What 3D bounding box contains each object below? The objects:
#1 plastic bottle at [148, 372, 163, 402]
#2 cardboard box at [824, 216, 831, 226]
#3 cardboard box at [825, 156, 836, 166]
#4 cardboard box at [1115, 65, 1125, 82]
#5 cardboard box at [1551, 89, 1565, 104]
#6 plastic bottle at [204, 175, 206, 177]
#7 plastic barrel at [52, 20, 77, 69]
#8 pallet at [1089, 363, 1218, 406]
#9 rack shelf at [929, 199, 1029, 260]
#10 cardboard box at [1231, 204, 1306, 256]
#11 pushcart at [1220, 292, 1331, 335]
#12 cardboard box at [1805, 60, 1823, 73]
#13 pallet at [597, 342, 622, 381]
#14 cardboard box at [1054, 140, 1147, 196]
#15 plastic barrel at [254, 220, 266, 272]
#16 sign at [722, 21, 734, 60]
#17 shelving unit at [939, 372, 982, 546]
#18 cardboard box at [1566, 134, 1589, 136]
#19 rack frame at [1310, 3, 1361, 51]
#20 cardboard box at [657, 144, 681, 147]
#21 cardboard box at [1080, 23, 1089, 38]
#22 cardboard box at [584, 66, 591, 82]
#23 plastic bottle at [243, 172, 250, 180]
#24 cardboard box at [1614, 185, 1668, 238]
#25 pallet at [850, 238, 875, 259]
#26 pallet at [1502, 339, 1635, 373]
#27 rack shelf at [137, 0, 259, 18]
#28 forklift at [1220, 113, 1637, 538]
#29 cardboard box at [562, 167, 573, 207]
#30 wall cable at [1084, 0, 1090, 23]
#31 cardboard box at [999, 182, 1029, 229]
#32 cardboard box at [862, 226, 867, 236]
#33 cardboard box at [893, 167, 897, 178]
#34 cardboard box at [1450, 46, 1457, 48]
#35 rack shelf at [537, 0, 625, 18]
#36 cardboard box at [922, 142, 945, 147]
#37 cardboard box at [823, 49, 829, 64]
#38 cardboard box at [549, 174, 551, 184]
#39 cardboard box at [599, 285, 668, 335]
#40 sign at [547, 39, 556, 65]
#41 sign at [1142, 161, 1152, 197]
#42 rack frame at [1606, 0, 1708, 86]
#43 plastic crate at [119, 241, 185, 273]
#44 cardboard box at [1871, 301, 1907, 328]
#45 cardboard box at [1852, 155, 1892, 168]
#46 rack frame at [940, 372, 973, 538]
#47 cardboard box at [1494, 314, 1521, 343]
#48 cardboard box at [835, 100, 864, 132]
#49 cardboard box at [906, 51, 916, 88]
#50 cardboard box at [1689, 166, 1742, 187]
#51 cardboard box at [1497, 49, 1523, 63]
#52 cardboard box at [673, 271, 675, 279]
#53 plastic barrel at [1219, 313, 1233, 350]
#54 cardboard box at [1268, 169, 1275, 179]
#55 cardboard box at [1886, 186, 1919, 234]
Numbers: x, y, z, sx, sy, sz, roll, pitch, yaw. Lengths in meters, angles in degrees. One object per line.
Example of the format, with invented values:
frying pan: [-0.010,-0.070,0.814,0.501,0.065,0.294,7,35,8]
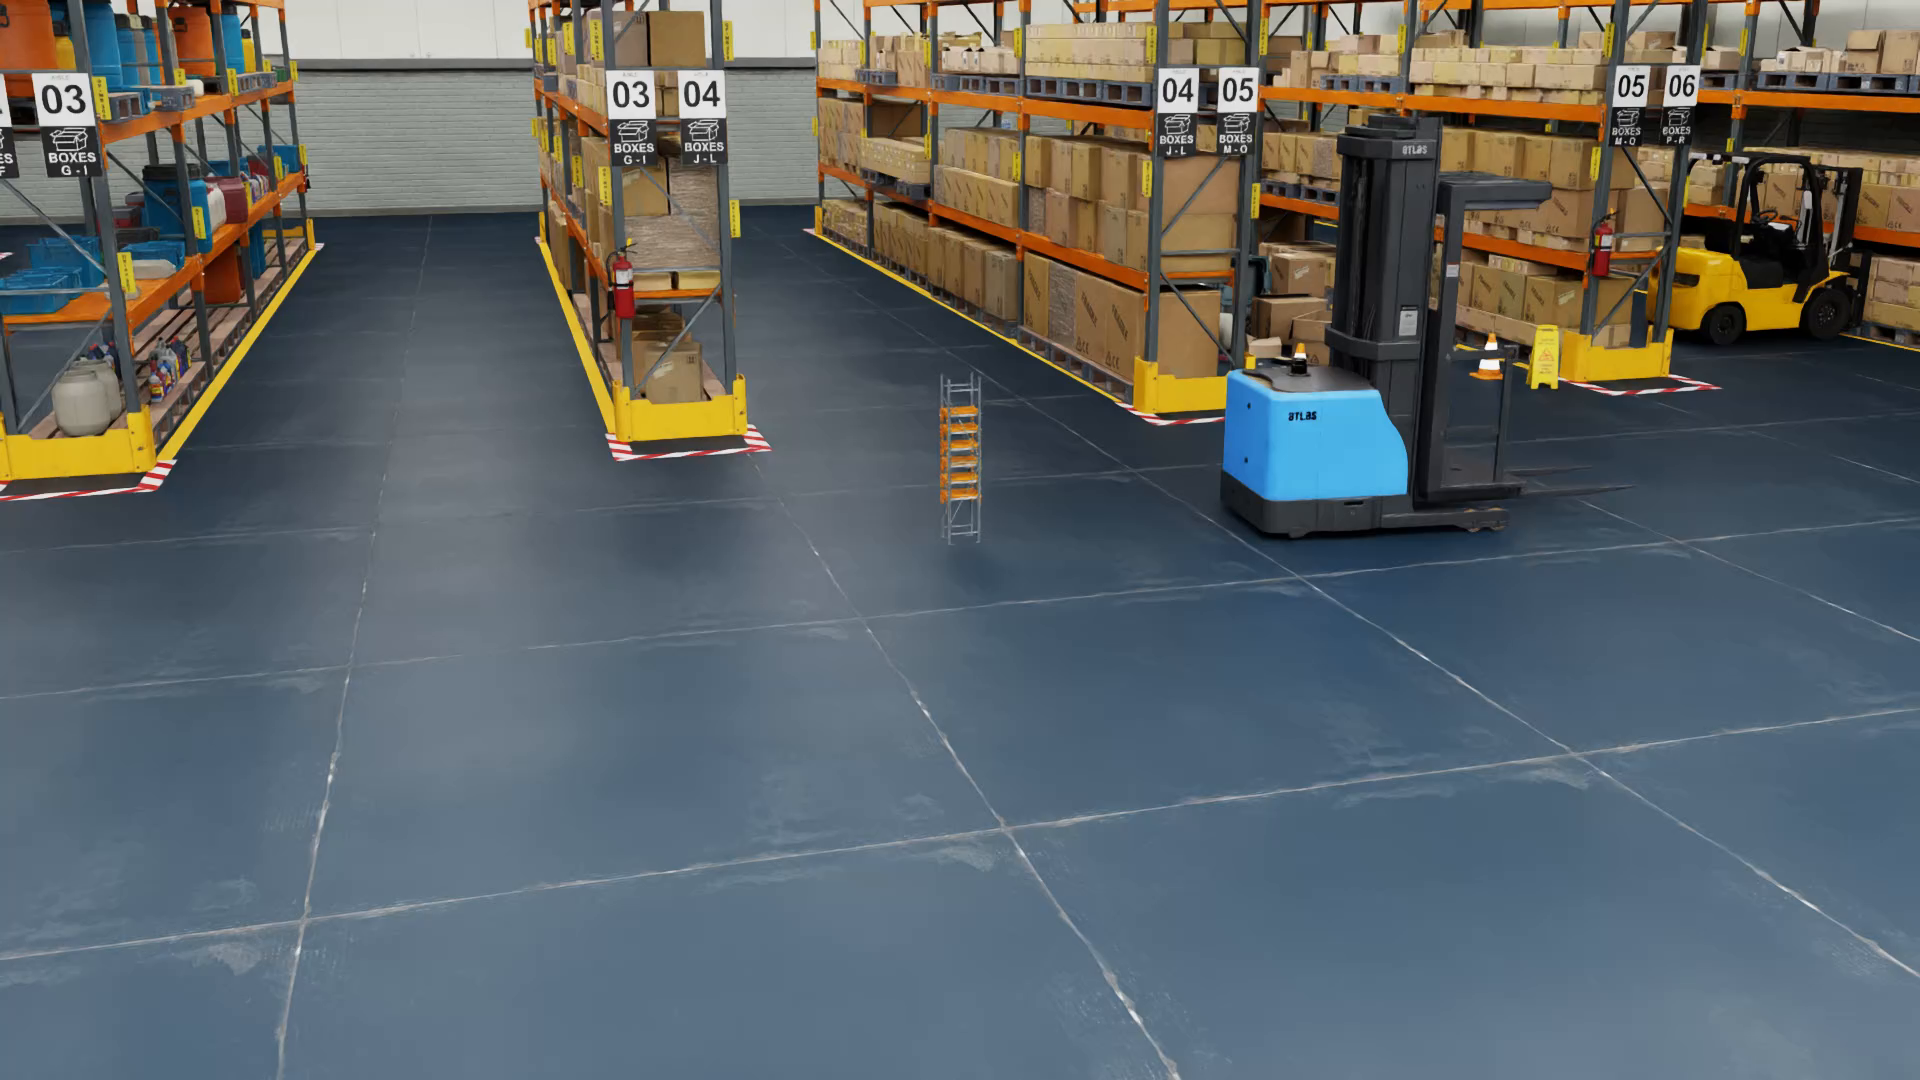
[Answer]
plastic bottle: [-7.479,-1.421,15.447,0.097,0.271,0.097,0,17,0]
cardboard box: [-2.282,-5.838,30.399,0.380,0.149,0.250,-4,17,-14]
cardboard box: [-2.212,-6.791,29.782,0.380,0.149,0.250,-5,17,-17]
cardboard box: [1.722,-4.518,16.098,0.380,0.149,0.250,-4,17,-14]
cardboard box: [6.503,-4.701,17.612,0.380,0.149,0.250,-4,17,-14]
plastic bottle: [-10.887,-5.119,23.983,0.061,0.283,0.133,-5,17,-15]
plastic barrel: [-7.716,-4.024,13.864,0.600,0.588,0.600,0,17,0]
pallet: [1.984,-1.626,16.999,1.003,0.211,1.213,-5,17,-15]
rack shelf: [0.630,-4.062,21.511,1.077,0.370,4.000,-5,17,-15]
cardboard box: [4.702,-4.760,25.548,0.875,0.875,0.875,-5,17,-16]
pushcart: [3.733,-2.823,20.693,1.648,0.377,0.936,-12,20,-34]
cardboard box: [10.725,-5.871,20.600,0.380,0.149,0.250,-4,17,-14]
pallet: [-3.399,-1.971,18.145,1.003,0.211,1.213,-5,17,-15]
cardboard box: [1.527,-4.034,18.031,0.875,0.550,0.550,-5,17,-15]
plastic barrel: [-10.445,-4.355,24.153,0.600,0.901,0.708,-5,17,-15]
sign: [-1.996,-4.281,14.256,0.100,0.325,0.005,-5,17,-15]
shelving unit: [0.004,-0.571,11.766,0.258,1.200,0.189,-5,17,-15]
cardboard box: [9.592,-6.176,26.395,0.500,0.500,0.500,-4,17,-13]
rack frame: [7.385,-10.858,32.459,1.000,3.000,0.127,-5,17,-15]
cardboard box: [-2.820,-3.640,16.428,0.500,0.500,0.500,-5,17,-15]
cardboard box: [1.441,-5.182,16.923,0.380,0.149,0.250,-5,17,-15]
cardboard box: [-3.533,-4.640,16.540,0.380,0.149,0.250,-5,17,-16]
plastic bottle: [-10.149,-5.047,23.625,0.144,0.351,0.185,-5,17,-15]
cardboard box: [7.147,-3.509,17.730,0.500,0.500,0.500,-5,17,-16]
pallet: [-1.238,-4.914,27.943,1.003,0.211,1.213,-5,17,-15]
pallet: [6.800,-2.079,18.507,1.003,0.211,1.213,-5,17,-15]
rack shelf: [-10.028,-7.094,21.873,1.077,0.370,4.000,-5,17,-15]
forklift: [3.560,-1.609,12.213,3.031,2.935,1.130,-3,17,-11]
cardboard box: [-5.090,-4.760,22.412,0.500,0.500,0.500,-4,17,-14]
wall cable: [4.192,-12.303,37.201,2.988,3.039,0.133,-5,17,-15]
cardboard box: [0.779,-4.024,19.962,0.500,0.500,0.500,-5,17,-16]
cardboard box: [-1.411,-5.106,27.446,0.380,0.149,0.250,-4,17,-14]
cardboard box: [-0.775,-5.424,24.502,0.380,0.149,0.250,-5,18,-18]
cardboard box: [8.411,-8.259,28.033,0.380,0.149,0.250,-5,17,-16]
rack shelf: [-5.266,-7.486,23.176,1.077,0.370,4.000,-5,17,-15]
cardboard box: [-0.364,-5.976,25.304,0.380,0.149,0.250,-6,18,-18]
cardboard box: [-2.103,-8.490,29.181,0.500,0.250,0.500,-5,17,-16]
cardboard box: [-6.214,-5.640,25.951,0.380,0.149,0.250,-5,17,-15]
cardboard box: [-3.765,-2.674,19.221,0.700,0.500,0.500,-6,18,-20]
sign: [-5.252,-6.276,21.381,0.100,0.325,0.005,-5,17,-15]
sign: [1.753,-3.376,15.552,0.100,0.325,0.005,-5,17,-15]
rack frame: [7.011,-6.039,16.415,1.000,3.000,0.127,-5,17,-15]
plastic crate: [-7.814,-2.742,16.123,0.499,0.251,0.616,-5,17,-15]
cardboard box: [11.222,-2.687,19.733,0.500,0.250,0.500,-5,17,-15]
cardboard box: [11.054,-4.567,20.123,0.380,0.149,0.250,-4,17,-14]
rack frame: [-0.021,-0.596,11.850,0.240,1.200,0.006,-5,17,-15]
cardboard box: [6.395,-2.397,18.766,0.500,0.250,0.500,-5,17,-15]
cardboard box: [-1.840,-7.271,28.516,0.500,0.500,0.500,-5,18,-17]
cardboard box: [-0.471,-6.719,23.719,0.500,0.500,0.500,-5,17,-15]
cardboard box: [10.302,-4.949,22.606,0.500,0.250,0.500,-5,17,-16]
cardboard box: [6.180,-5.356,18.405,0.380,0.149,0.250,-4,17,-14]
cardboard box: [-2.472,-2.501,15.501,0.380,0.149,0.250,-5,17,-15]
plastic barrel: [2.966,-2.427,19.295,0.512,0.421,0.421,7,18,23]
cardboard box: [4.723,-5.355,24.273,0.380,0.149,0.250,-6,18,-18]
cardboard box: [11.261,-3.867,19.438,0.500,0.500,0.500,-4,17,-14]
